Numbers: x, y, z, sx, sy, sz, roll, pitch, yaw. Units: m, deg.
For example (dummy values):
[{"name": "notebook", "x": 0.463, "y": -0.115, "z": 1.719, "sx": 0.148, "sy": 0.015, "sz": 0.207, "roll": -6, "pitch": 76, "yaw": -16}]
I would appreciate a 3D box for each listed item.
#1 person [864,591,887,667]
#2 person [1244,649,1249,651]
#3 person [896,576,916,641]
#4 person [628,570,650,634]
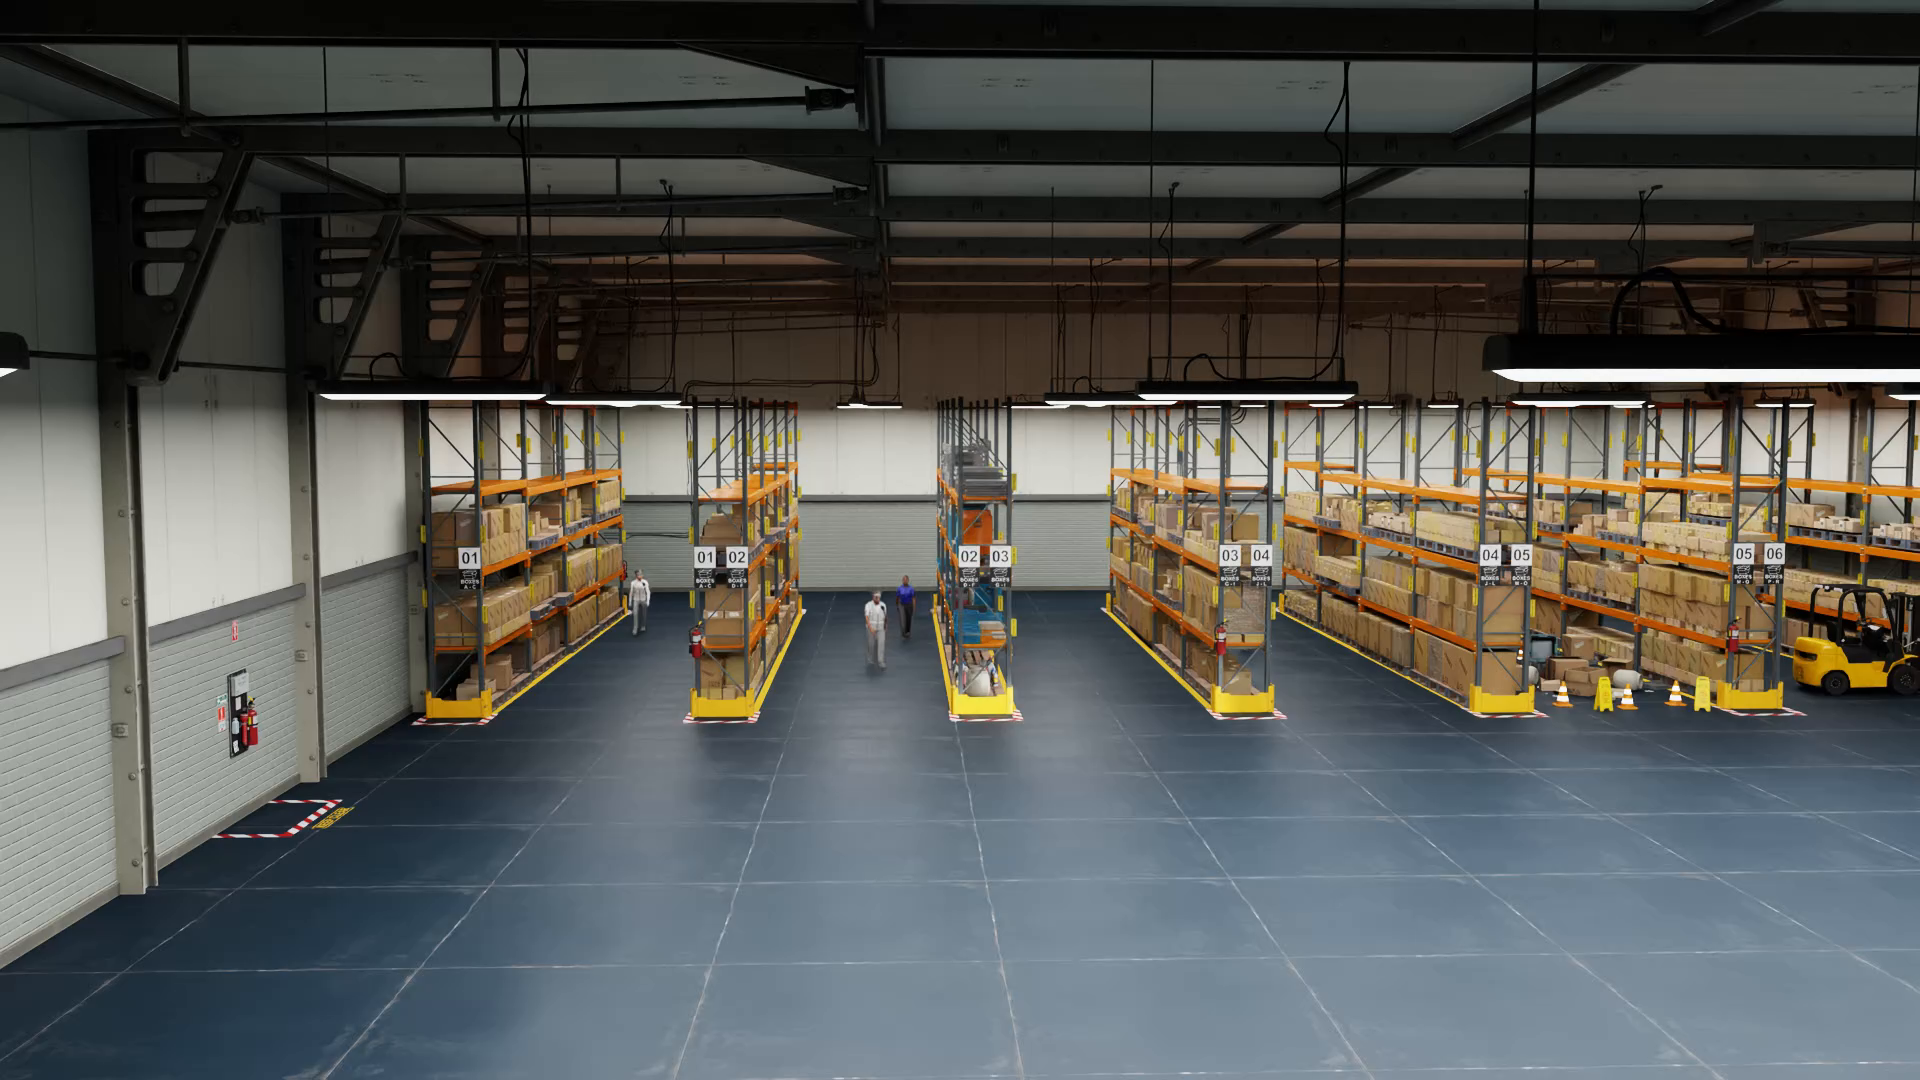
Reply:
[{"name": "person", "x": -1.862, "y": 1.977, "z": 37.278, "sx": 0.546, "sy": 1.693, "sz": 1.029, "roll": -1, "pitch": 5, "yaw": -17}, {"name": "person", "x": 6.867, "y": 1.820, "z": 39.713, "sx": 0.695, "sy": 1.687, "sz": 0.620, "roll": 1, "pitch": 4, "yaw": 7}, {"name": "person", "x": -1.354, "y": 1.723, "z": 41.657, "sx": 0.493, "sy": 1.501, "sz": 1.033, "roll": 0, "pitch": 4, "yaw": -4}, {"name": "person", "x": -8.272, "y": 1.569, "z": 42.887, "sx": 0.555, "sy": 1.621, "sz": 1.015, "roll": -1, "pitch": 4, "yaw": -11}]
